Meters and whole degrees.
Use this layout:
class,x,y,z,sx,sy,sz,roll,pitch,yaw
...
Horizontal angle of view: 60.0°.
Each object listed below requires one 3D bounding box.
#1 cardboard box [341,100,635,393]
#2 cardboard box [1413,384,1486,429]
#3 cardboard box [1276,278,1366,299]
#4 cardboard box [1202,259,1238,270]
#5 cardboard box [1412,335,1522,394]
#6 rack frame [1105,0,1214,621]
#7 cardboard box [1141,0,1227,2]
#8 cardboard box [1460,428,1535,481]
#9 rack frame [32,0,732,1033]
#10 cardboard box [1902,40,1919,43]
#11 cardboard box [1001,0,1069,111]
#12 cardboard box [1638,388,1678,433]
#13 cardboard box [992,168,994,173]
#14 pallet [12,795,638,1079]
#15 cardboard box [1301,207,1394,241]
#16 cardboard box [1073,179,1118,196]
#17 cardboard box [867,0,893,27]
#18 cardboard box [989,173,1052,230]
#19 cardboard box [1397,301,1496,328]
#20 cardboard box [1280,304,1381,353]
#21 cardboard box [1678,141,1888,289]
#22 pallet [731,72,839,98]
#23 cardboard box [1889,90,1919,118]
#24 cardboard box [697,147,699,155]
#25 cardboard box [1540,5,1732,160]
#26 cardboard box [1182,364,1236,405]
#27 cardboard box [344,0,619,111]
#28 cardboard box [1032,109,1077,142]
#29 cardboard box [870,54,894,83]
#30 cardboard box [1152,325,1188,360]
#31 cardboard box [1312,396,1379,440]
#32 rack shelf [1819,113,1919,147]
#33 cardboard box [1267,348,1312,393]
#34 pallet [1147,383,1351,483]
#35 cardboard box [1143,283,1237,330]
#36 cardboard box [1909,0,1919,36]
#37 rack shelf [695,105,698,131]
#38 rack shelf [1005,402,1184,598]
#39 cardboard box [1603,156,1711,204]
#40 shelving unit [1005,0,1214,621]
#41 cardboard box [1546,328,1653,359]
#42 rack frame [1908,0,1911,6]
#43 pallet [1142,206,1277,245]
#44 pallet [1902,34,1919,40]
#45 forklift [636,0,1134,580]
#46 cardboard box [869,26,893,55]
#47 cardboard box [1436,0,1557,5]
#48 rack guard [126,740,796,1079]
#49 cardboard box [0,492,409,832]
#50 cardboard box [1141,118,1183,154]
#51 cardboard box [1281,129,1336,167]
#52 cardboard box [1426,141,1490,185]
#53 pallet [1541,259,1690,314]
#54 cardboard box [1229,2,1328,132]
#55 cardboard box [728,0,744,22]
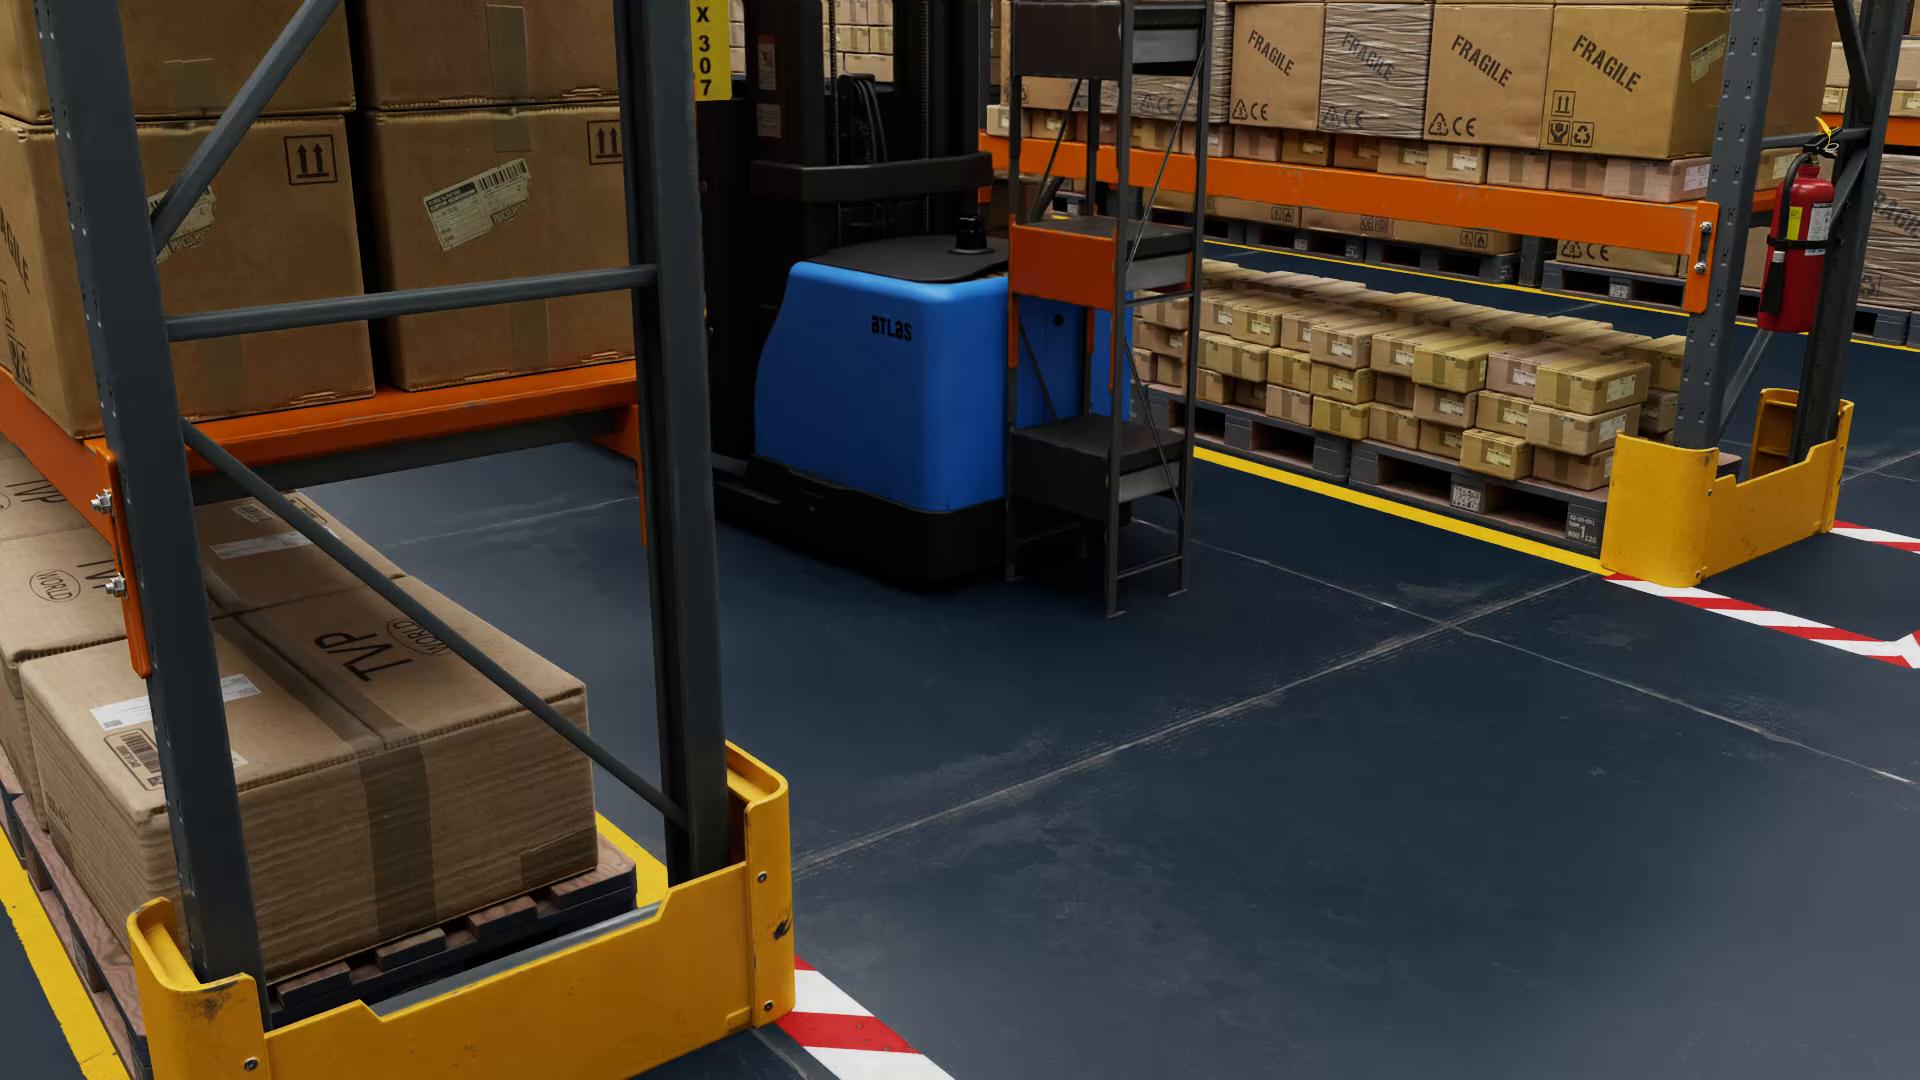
class,x,y,z,sx,sy,sz,roll,pitch,yaw
cardboard box,-0.968,-0.614,3.285,0.500,0.500,0.500,-14,23,-37
cardboard box,2.047,-0.572,6.713,0.380,0.149,0.250,-15,24,-38
cardboard box,1.732,-1.153,7.994,0.380,0.149,0.250,-15,24,-38
cardboard box,1.214,-1.345,8.573,0.380,0.149,0.250,-14,23,-37
cardboard box,2.024,-0.704,6.639,0.380,0.149,0.250,-15,23,-37
rack frame,0.639,-0.771,5.350,0.400,2.100,0.015,-16,24,-39
cardboard box,1.151,-2.618,7.275,0.500,0.500,0.500,-14,23,-35
cardboard box,2.194,-0.361,6.550,0.380,0.149,0.250,-13,22,-34
rack frame,-0.895,-0.392,2.774,1.000,3.000,0.127,-14,23,-36
cardboard box,5.822,-2.946,10.253,0.500,0.250,0.500,-15,23,-37
cardboard box,0.549,-2.386,8.164,0.500,0.500,0.500,-14,23,-37
cardboard box,2.799,-0.549,6.644,0.380,0.149,0.250,-13,22,-34
cardboard box,0.416,-3.891,16.617,0.700,0.500,0.500,-17,24,-41
pallet,-1.452,0.750,3.761,1.003,0.211,1.213,-14,23,-36
cardboard box,3.422,-2.876,12.989,1.225,0.875,0.875,-15,23,-38
cardboard box,1.475,-3.481,15.379,0.700,0.500,0.500,-16,24,-39
cardboard box,-0.289,-2.922,9.200,0.380,0.149,0.250,-15,23,-38
cardboard box,0.188,-1.971,9.658,0.500,0.250,0.500,-15,24,-38
cardboard box,2.159,-0.953,7.391,0.380,0.149,0.250,-13,22,-34
cardboard box,1.626,-0.923,7.297,0.380,0.149,0.250,-15,23,-38
cardboard box,5.296,-2.102,10.652,0.875,0.875,0.875,-14,23,-36
pallet,-0.783,-2.783,10.301,1.003,0.211,1.213,-14,23,-36
cardboard box,5.598,-2.545,9.677,0.380,0.149,0.250,-14,23,-36
cardboard box,-1.806,-2.506,11.273,0.500,0.250,0.500,-15,24,-39
cardboard box,2.442,-1.632,5.887,0.500,0.500,0.500,-13,23,-35
cardboard box,1.251,-0.750,7.724,0.380,0.149,0.250,-15,23,-38
cardboard box,-0.969,-1.088,3.126,0.500,0.500,0.500,-15,23,-37
cardboard box,0.577,-2.066,8.231,0.380,0.149,0.250,-13,22,-35
cardboard box,-0.277,-2.634,9.275,0.380,0.149,0.250,-14,23,-36
cardboard box,1.138,-0.967,7.904,0.380,0.149,0.250,-13,22,-34
cardboard box,1.726,-0.552,7.126,0.380,0.149,0.250,-15,24,-38
rack shelf,5.632,-2.477,10.217,1.077,0.370,4.000,-14,23,-36
cardboard box,1.571,-0.764,7.292,0.380,0.149,0.250,-13,22,-33
pallet,1.646,-0.585,7.795,1.003,0.211,1.213,-14,23,-36
cardboard box,1.085,-1.101,7.836,0.380,0.149,0.250,-13,23,-35
cardboard box,11.013,-5.914,18.625,0.500,0.500,0.700,13,23,35
rack shelf,-0.802,-2.520,10.345,1.077,0.370,4.000,-14,23,-36
rack shelf,0.476,-0.151,5.747,0.431,0.518,0.480,-16,24,-39
cardboard box,2.499,-1.289,5.882,0.380,0.149,0.250,-14,23,-36
shelving unit,0.476,-0.828,5.523,0.431,2.100,0.503,-16,24,-39
cardboard box,2.598,-0.751,6.780,0.380,0.149,0.250,-13,23,-35
rack frame,8.273,-4.278,14.511,1.000,3.000,0.127,-14,23,-36
pallet,2.337,-2.765,14.376,1.003,0.211,1.213,-14,23,-36
pallet,10.886,-5.660,18.990,1.003,0.211,1.213,-14,23,-36
forklift,-0.703,-1.639,6.650,1.130,2.935,3.031,-16,24,-39
cardboard box,-0.279,-2.776,9.232,0.380,0.149,0.250,-13,22,-34
cardboard box,2.129,-2.235,6.118,0.500,0.500,0.500,-15,23,-38
rack guard,-0.880,0.801,3.149,1.175,0.500,0.348,-14,23,-36
cardboard box,-1.958,0.258,4.219,0.875,0.438,0.875,-13,22,-35
cardboard box,1.053,-1.868,7.632,0.380,0.149,0.250,-13,23,-35
cardboard box,1.591,-1.686,7.081,0.380,0.149,0.250,-13,23,-35
cardboard box,2.030,-1.475,6.444,0.380,0.149,0.250,-13,22,-35
pallet,4.801,-1.785,11.418,1.003,0.211,1.213,-14,23,-36
cardboard box,1.503,-2.008,7.022,0.500,0.500,0.500,-13,22,-33
cardboard box,-1.258,-3.306,10.361,0.380,0.149,0.250,-13,22,-34
